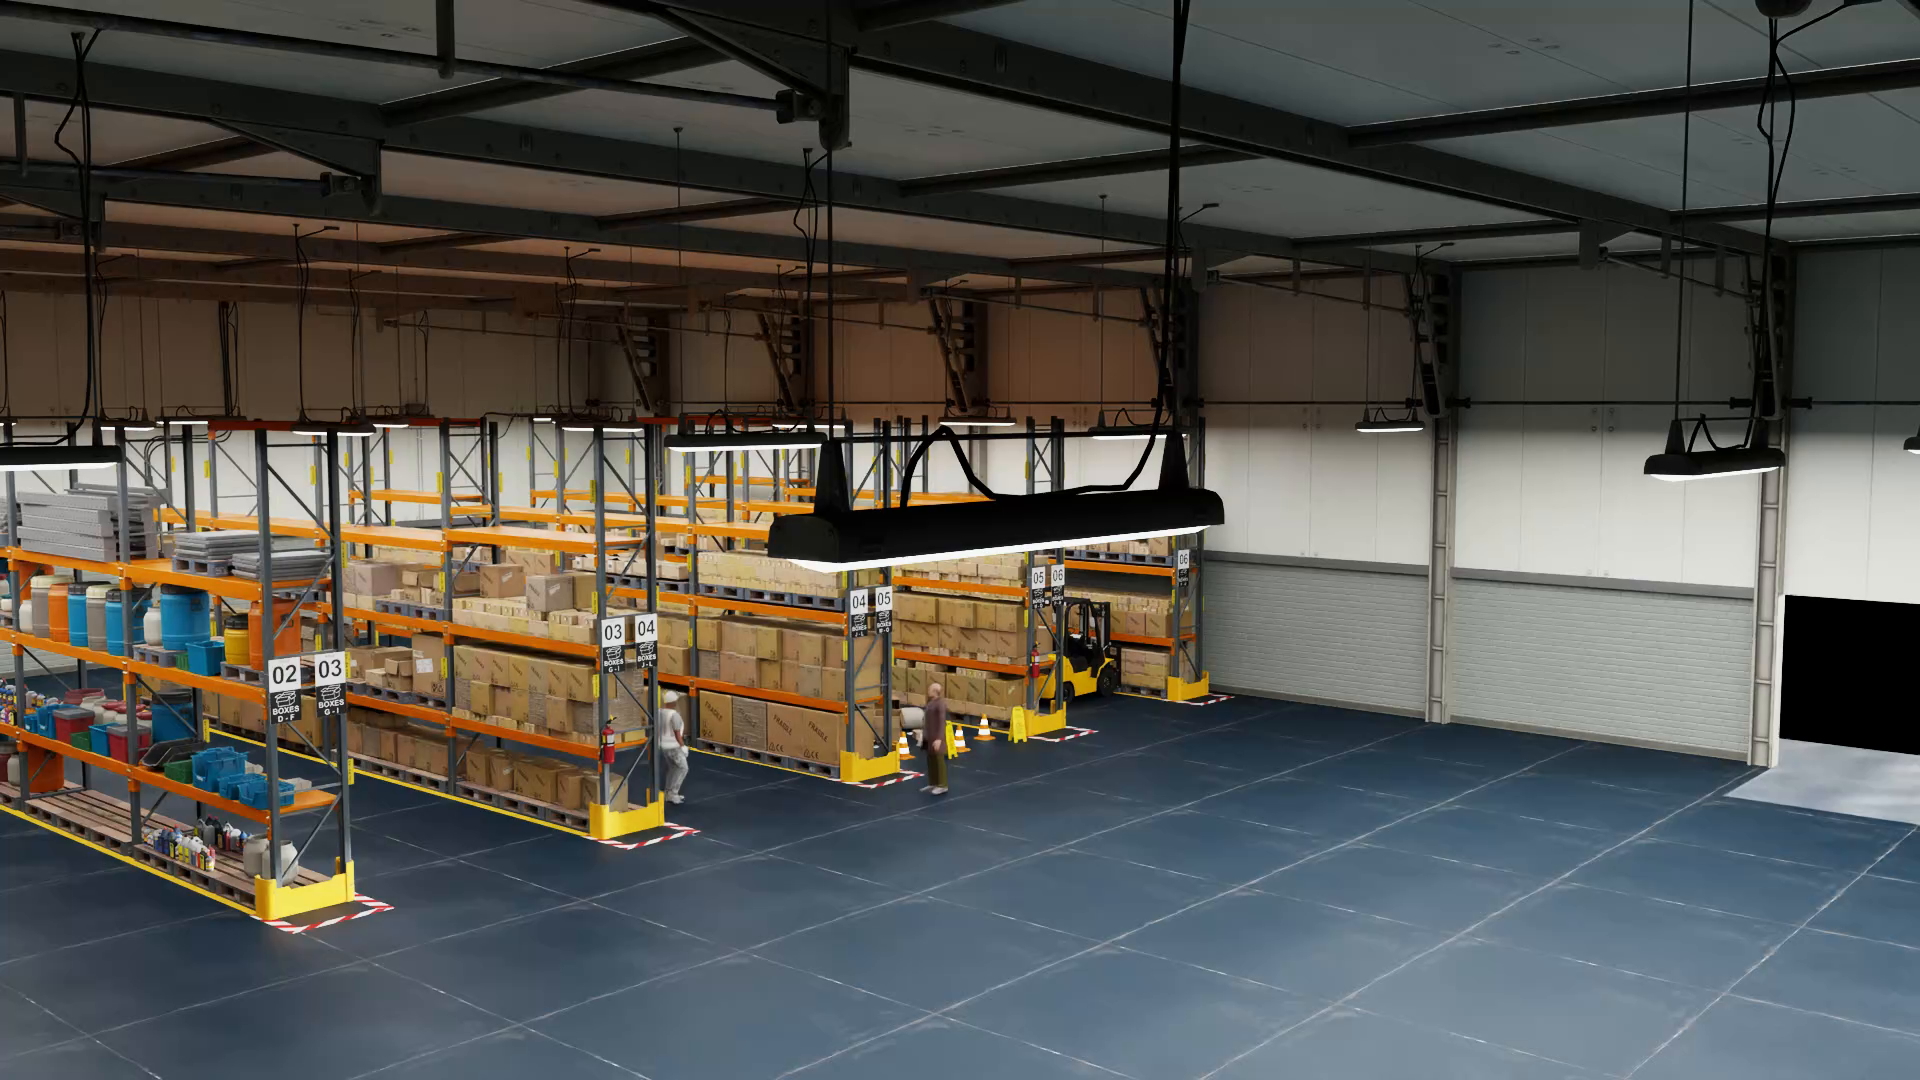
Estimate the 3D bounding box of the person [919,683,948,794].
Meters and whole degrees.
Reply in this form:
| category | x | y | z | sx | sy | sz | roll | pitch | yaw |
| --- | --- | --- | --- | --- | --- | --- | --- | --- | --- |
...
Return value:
| category | x | y | z | sx | sy | sz | roll | pitch | yaw |
| --- | --- | --- | --- | --- | --- | --- | --- | --- | --- |
| person | -0.395 | 3.216 | 26.899 | 0.393 | 1.812 | 0.652 | -3 | 5 | -30 |

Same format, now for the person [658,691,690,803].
| category | x | y | z | sx | sy | sz | roll | pitch | yaw |
| --- | --- | --- | --- | --- | --- | --- | --- | --- | --- |
| person | -4.563 | 3.292 | 26.381 | 0.455 | 1.817 | 0.597 | -2 | 5 | -27 |
